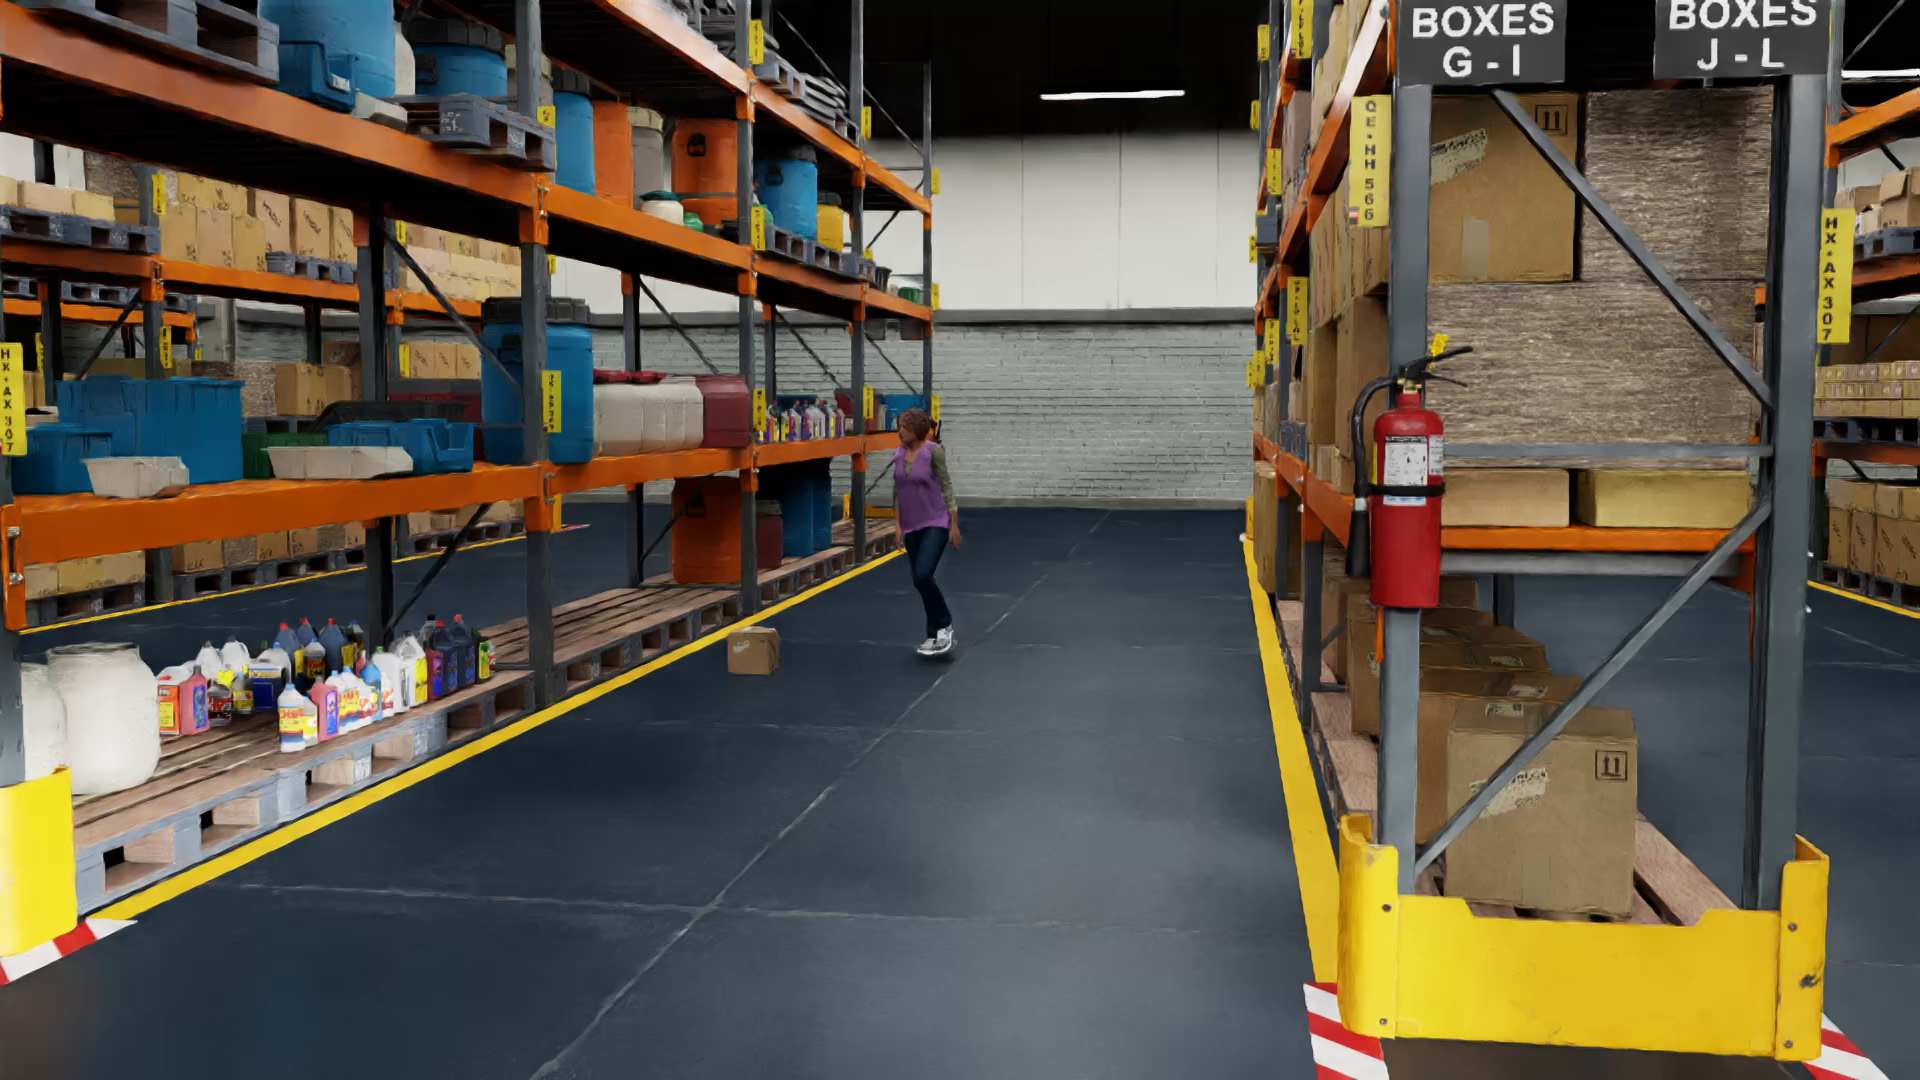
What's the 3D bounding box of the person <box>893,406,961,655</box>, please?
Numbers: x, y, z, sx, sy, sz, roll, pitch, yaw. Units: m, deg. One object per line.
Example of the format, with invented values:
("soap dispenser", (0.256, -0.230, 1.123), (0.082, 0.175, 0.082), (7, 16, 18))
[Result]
("person", (-0.228, -0.056, 10.605), (0.445, 1.587, 0.461), (4, 6, 38))
